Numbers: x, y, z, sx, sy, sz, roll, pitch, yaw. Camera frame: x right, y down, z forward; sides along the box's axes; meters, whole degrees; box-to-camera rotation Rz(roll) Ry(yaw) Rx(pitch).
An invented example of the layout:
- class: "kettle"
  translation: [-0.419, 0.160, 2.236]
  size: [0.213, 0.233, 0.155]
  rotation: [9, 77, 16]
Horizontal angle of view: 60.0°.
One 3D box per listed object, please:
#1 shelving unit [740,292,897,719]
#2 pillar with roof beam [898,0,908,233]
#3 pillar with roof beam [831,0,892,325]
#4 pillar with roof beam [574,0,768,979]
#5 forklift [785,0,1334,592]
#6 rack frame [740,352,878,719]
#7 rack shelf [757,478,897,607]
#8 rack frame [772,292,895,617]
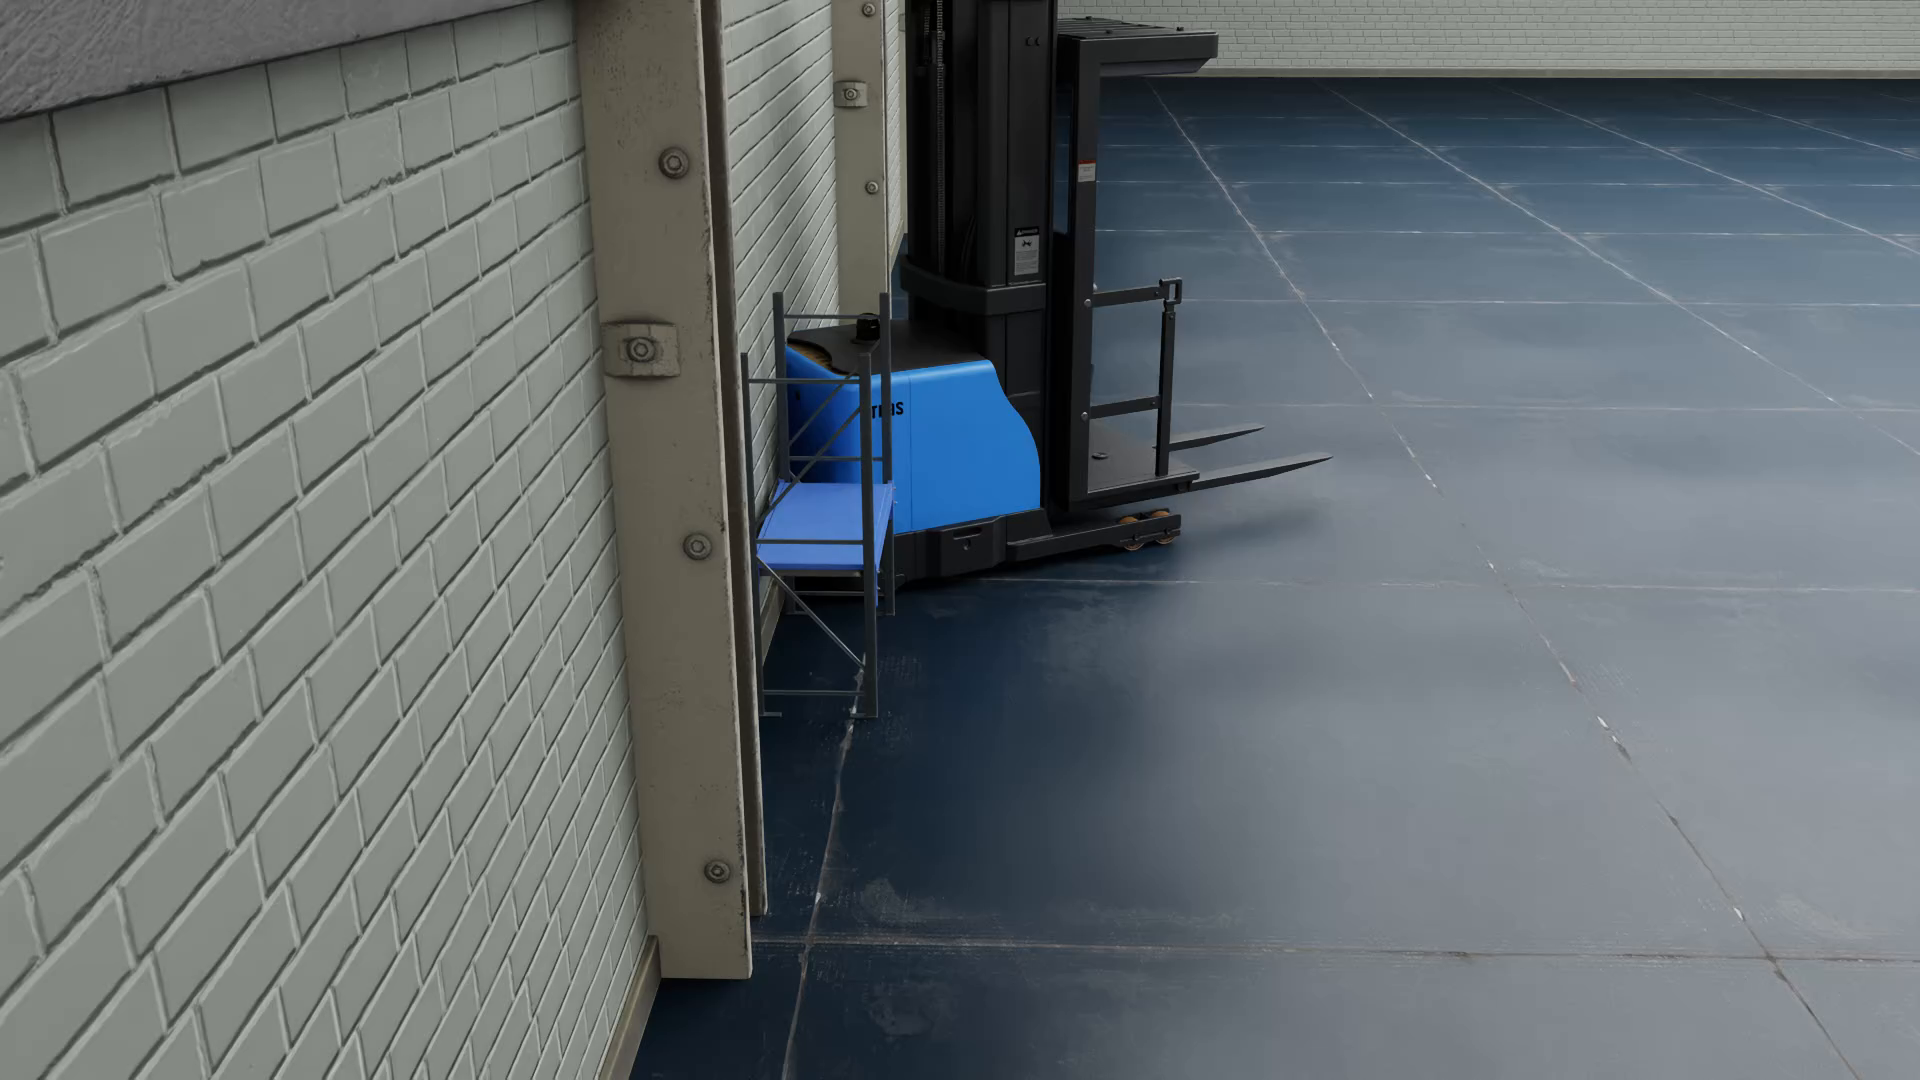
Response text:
- class: "shelving unit"
  translation: [-0.566, -0.173, 6.901]
  size: [0.538, 1.500, 1.048]
  rotation: [1, 21, 2]
- class: "pillar with roof beam"
  translation: [3.878, -7.220, 14.697]
  size: [9.100, 9.000, 0.400]
  rotation: [1, 21, 2]
- class: "pillar with roof beam"
  translation: [3.696, -5.051, 9.106]
  size: [9.100, 9.000, 0.400]
  rotation: [1, 21, 2]
- class: "pillar with roof beam"
  translation: [3.513, -2.881, 3.515]
  size: [9.100, 9.000, 0.400]
  rotation: [1, 21, 2]
- class: "forklift"
  translation: [0.551, -1.471, 8.268]
  size: [3.031, 2.935, 1.130]
  rotation: [-11, 24, -26]
- class: "rack frame"
  translation: [-0.581, 0.011, 6.428]
  size: [0.500, 1.500, 0.032]
  rotation: [1, 21, 2]
- class: "rack shelf"
  translation: [-0.566, -0.005, 6.967]
  size: [0.538, 0.185, 1.000]
  rotation: [1, 21, 2]
- class: "rack frame"
  translation: [-0.551, -0.357, 7.375]
  size: [0.500, 1.500, 0.032]
  rotation: [1, 21, 2]
